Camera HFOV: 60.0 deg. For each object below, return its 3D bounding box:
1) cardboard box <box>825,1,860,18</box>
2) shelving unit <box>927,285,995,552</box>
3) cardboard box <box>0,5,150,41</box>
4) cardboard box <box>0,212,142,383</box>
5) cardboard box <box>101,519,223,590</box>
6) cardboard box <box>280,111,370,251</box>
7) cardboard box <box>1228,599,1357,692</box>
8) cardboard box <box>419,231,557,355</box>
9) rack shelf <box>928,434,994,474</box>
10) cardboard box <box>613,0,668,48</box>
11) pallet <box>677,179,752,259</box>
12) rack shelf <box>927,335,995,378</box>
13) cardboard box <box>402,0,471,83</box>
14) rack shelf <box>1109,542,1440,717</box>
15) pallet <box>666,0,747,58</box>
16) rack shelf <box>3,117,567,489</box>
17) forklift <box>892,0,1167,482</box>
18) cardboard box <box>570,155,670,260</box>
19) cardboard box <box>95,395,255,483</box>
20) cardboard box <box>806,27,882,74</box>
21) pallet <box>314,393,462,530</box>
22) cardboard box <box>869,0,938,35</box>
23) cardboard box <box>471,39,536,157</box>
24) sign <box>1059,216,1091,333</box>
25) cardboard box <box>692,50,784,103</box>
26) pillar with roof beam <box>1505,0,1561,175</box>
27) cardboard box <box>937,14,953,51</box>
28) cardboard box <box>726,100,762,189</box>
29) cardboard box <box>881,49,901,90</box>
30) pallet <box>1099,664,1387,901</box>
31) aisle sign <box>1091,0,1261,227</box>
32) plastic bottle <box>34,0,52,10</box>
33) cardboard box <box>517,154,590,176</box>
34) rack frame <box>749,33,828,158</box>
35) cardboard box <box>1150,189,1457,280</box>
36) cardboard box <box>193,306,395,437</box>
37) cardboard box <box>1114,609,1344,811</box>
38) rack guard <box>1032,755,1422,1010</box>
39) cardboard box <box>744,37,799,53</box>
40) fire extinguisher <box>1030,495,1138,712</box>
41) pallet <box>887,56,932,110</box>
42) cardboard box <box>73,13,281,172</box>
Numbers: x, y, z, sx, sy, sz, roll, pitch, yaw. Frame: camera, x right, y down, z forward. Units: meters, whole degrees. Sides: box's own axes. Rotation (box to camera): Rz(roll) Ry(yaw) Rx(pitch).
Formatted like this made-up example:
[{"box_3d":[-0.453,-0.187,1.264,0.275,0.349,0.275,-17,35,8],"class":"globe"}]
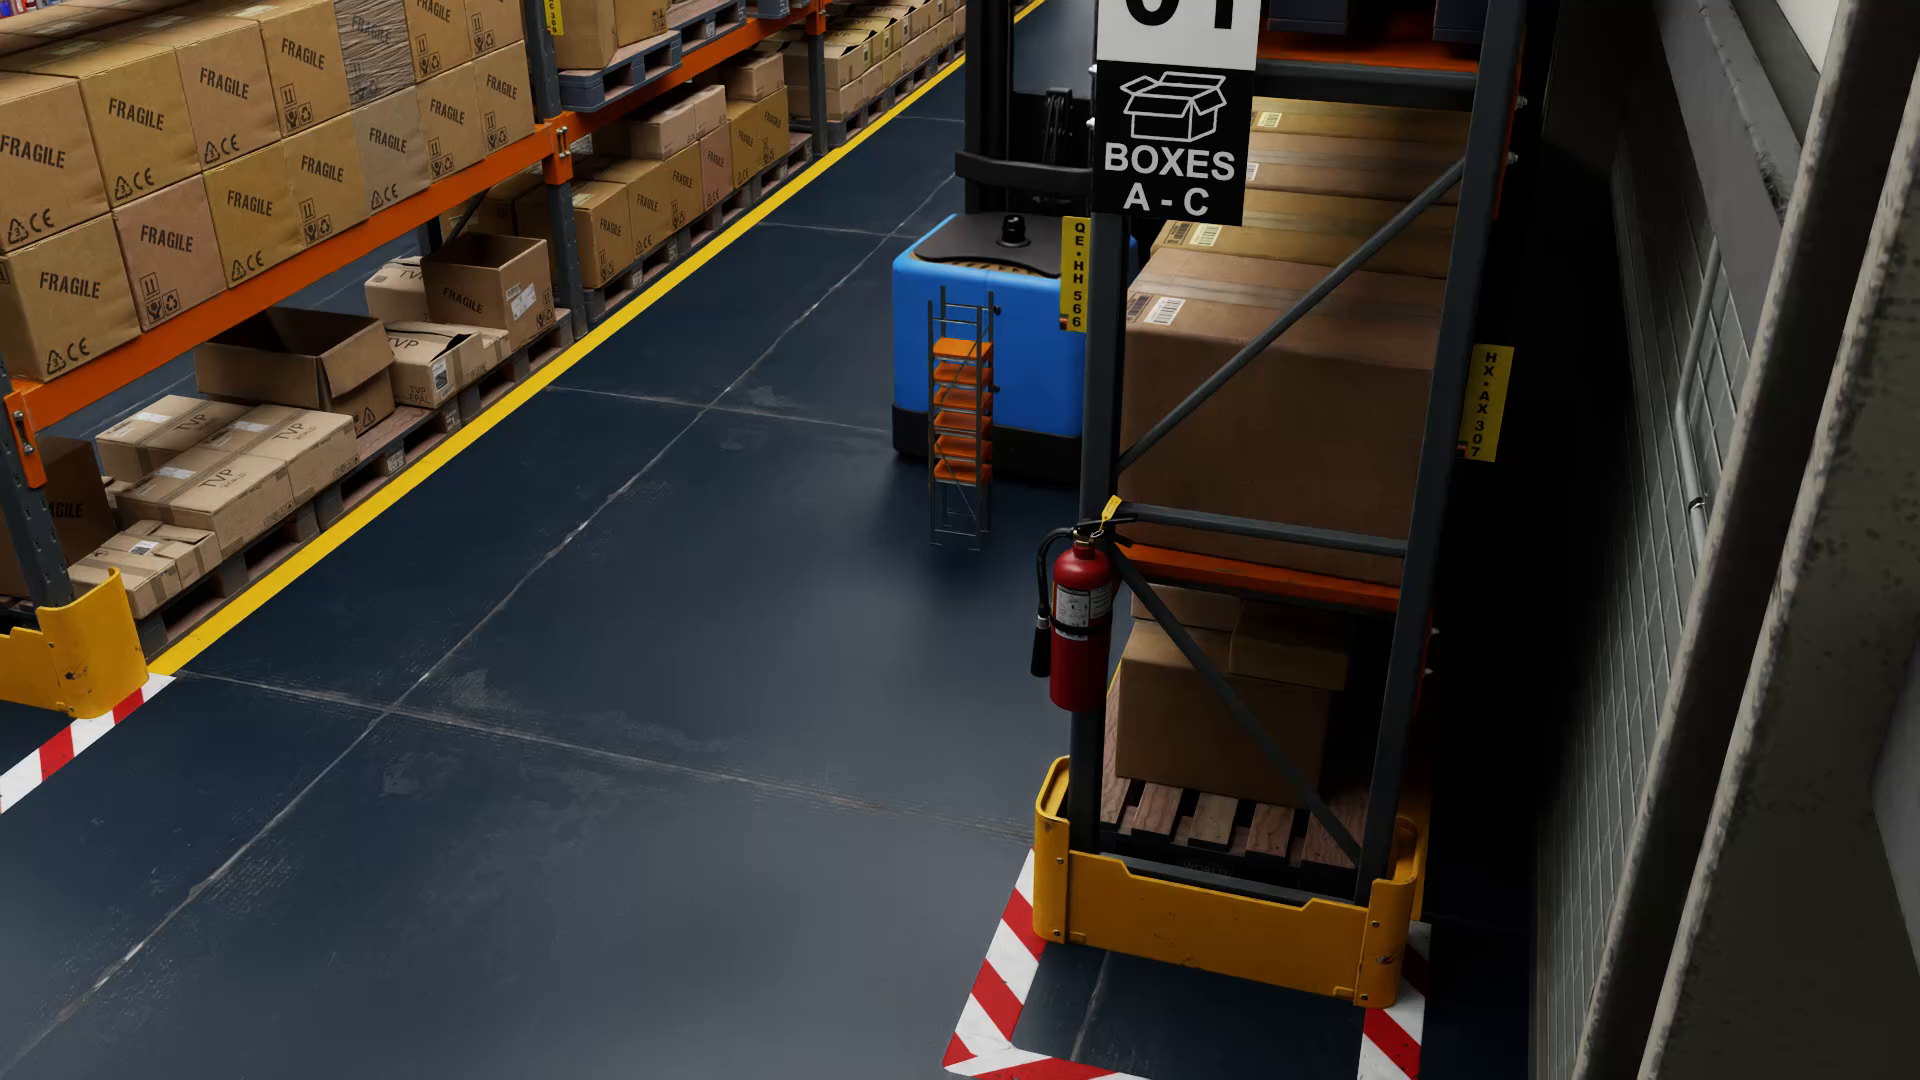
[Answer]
[{"box_3d":[-1.186,-4.663,14.867,0.500,0.311,0.500,9,30,16],"class":"cardboard box"},{"box_3d":[0.004,-0.531,7.470,0.258,1.200,0.189,8,30,15],"class":"shelving unit"},{"box_3d":[-3.736,-1.934,7.009,0.500,0.500,0.500,9,30,16],"class":"cardboard box"},{"box_3d":[-3.517,-0.943,6.257,0.500,0.500,0.500,9,30,16],"class":"cardboard box"},{"box_3d":[-3.374,0.054,7.030,0.380,0.166,0.250,8,30,15],"class":"cardboard box"},{"box_3d":[-3.072,-1.648,7.525,0.500,0.500,0.500,9,30,16],"class":"cardboard box"},{"box_3d":[1.102,0.347,5.513,0.380,0.149,0.250,9,30,15],"class":"cardboard box"},{"box_3d":[-2.621,-1.384,9.271,0.500,0.500,0.500,8,30,15],"class":"cardboard box"},{"box_3d":[0.004,-0.387,7.550,0.258,0.103,0.180,8,30,15],"class":"rack shelf"},{"box_3d":[-2.231,-3.334,10.122,0.700,0.500,0.500,13,32,23],"class":"cardboard box"},{"box_3d":[-2.166,-2.323,11.709,1.003,0.211,1.213,8,30,15],"class":"pallet"},{"box_3d":[0.004,-0.807,7.317,0.258,0.103,0.180,8,30,15],"class":"rack shelf"},{"box_3d":[-2.774,-2.560,8.134,0.500,0.500,0.500,8,30,14],"class":"cardboard box"},{"box_3d":[1.425,-0.641,6.556,1.077,0.370,4.000,8,30,15],"class":"rack shelf"},{"box_3d":[-2.117,-3.460,11.082,1.003,0.211,1.213,8,30,15],"class":"pallet"},{"box_3d":[-3.312,-1.346,7.823,1.077,0.370,4.000,8,30,15],"class":"rack shelf"},{"box_3d":[0.670,-2.265,8.806,1.130,2.935,3.031,11,31,19],"class":"forklift"},{"box_3d":[-2.204,-2.129,10.610,0.500,0.500,0.500,9,30,16],"class":"cardboard box"},{"box_3d":[-3.667,-0.446,7.843,0.500,0.250,0.500,8,30,15],"class":"cardboard box"},{"box_3d":[-0.970,-4.122,13.894,0.500,0.311,0.500,8,30,14],"class":"cardboard box"},{"box_3d":[-3.284,-0.483,8.401,1.003,0.211,1.213,8,30,15],"class":"pallet"},{"box_3d":[-0.517,-4.831,15.168,0.500,0.311,0.500,8,30,15],"class":"cardboard box"},{"box_3d":[-2.626,-2.364,8.812,0.500,0.500,0.500,9,30,16],"class":"cardboard box"},{"box_3d":[0.323,-0.719,4.522,0.100,0.325,0.005,8,30,15],"class":"sign"},{"box_3d":[-1.613,-3.381,12.090,0.500,0.250,0.500,10,31,17],"class":"cardboard box"},{"box_3d":[0.279,-7.460,11.903,9.100,9.000,0.400,8,30,15],"class":"pillar with roof beam"},{"box_3d":[-0.371,-4.820,15.726,0.500,0.250,0.500,8,30,14],"class":"cardboard box"},{"box_3d":[-1.753,-2.840,11.888,0.500,0.500,0.500,7,30,13],"class":"cardboard box"},{"box_3d":[-0.823,-4.108,14.445,0.500,0.250,0.500,8,30,14],"class":"cardboard box"},{"box_3d":[0.998,0.810,6.076,1.003,0.211,1.213,8,30,15],"class":"pallet"},{"box_3d":[0.530,-1.171,4.095,0.394,0.787,0.004,8,30,15],"class":"aisle sign"},{"box_3d":[-6.619,-3.943,11.879,0.152,0.276,0.135,8,30,15],"class":"plastic bottle"},{"box_3d":[-2.701,-2.188,10.717,0.500,0.500,0.500,9,30,15],"class":"cardboard box"},{"box_3d":[-1.551,-4.448,12.661,1.000,3.000,0.127,8,30,15],"class":"rack frame"},{"box_3d":[1.181,-0.735,5.677,0.980,0.700,0.700,8,30,14],"class":"cardboard box"},{"box_3d":[-3.271,-0.817,8.248,0.797,0.503,0.637,8,30,15],"class":"cardboard box"},{"box_3d":[0.947,0.544,5.826,0.700,0.500,0.500,8,30,15],"class":"cardboard box"},{"box_3d":[0.831,1.078,5.298,1.175,0.500,0.348,8,30,15],"class":"rack guard"},{"box_3d":[-1.632,-3.954,13.592,0.500,0.311,0.500,9,30,16],"class":"cardboard box"},{"box_3d":[0.352,0.176,4.812,0.296,0.674,0.183,8,30,15],"class":"fire extinguisher"},{"box_3d":[-0.912,-4.172,15.032,1.003,0.211,1.213,8,30,15],"class":"pallet"},{"box_3d":[-3.219,-1.856,6.869,0.500,0.500,0.500,9,30,16],"class":"cardboard box"}]
